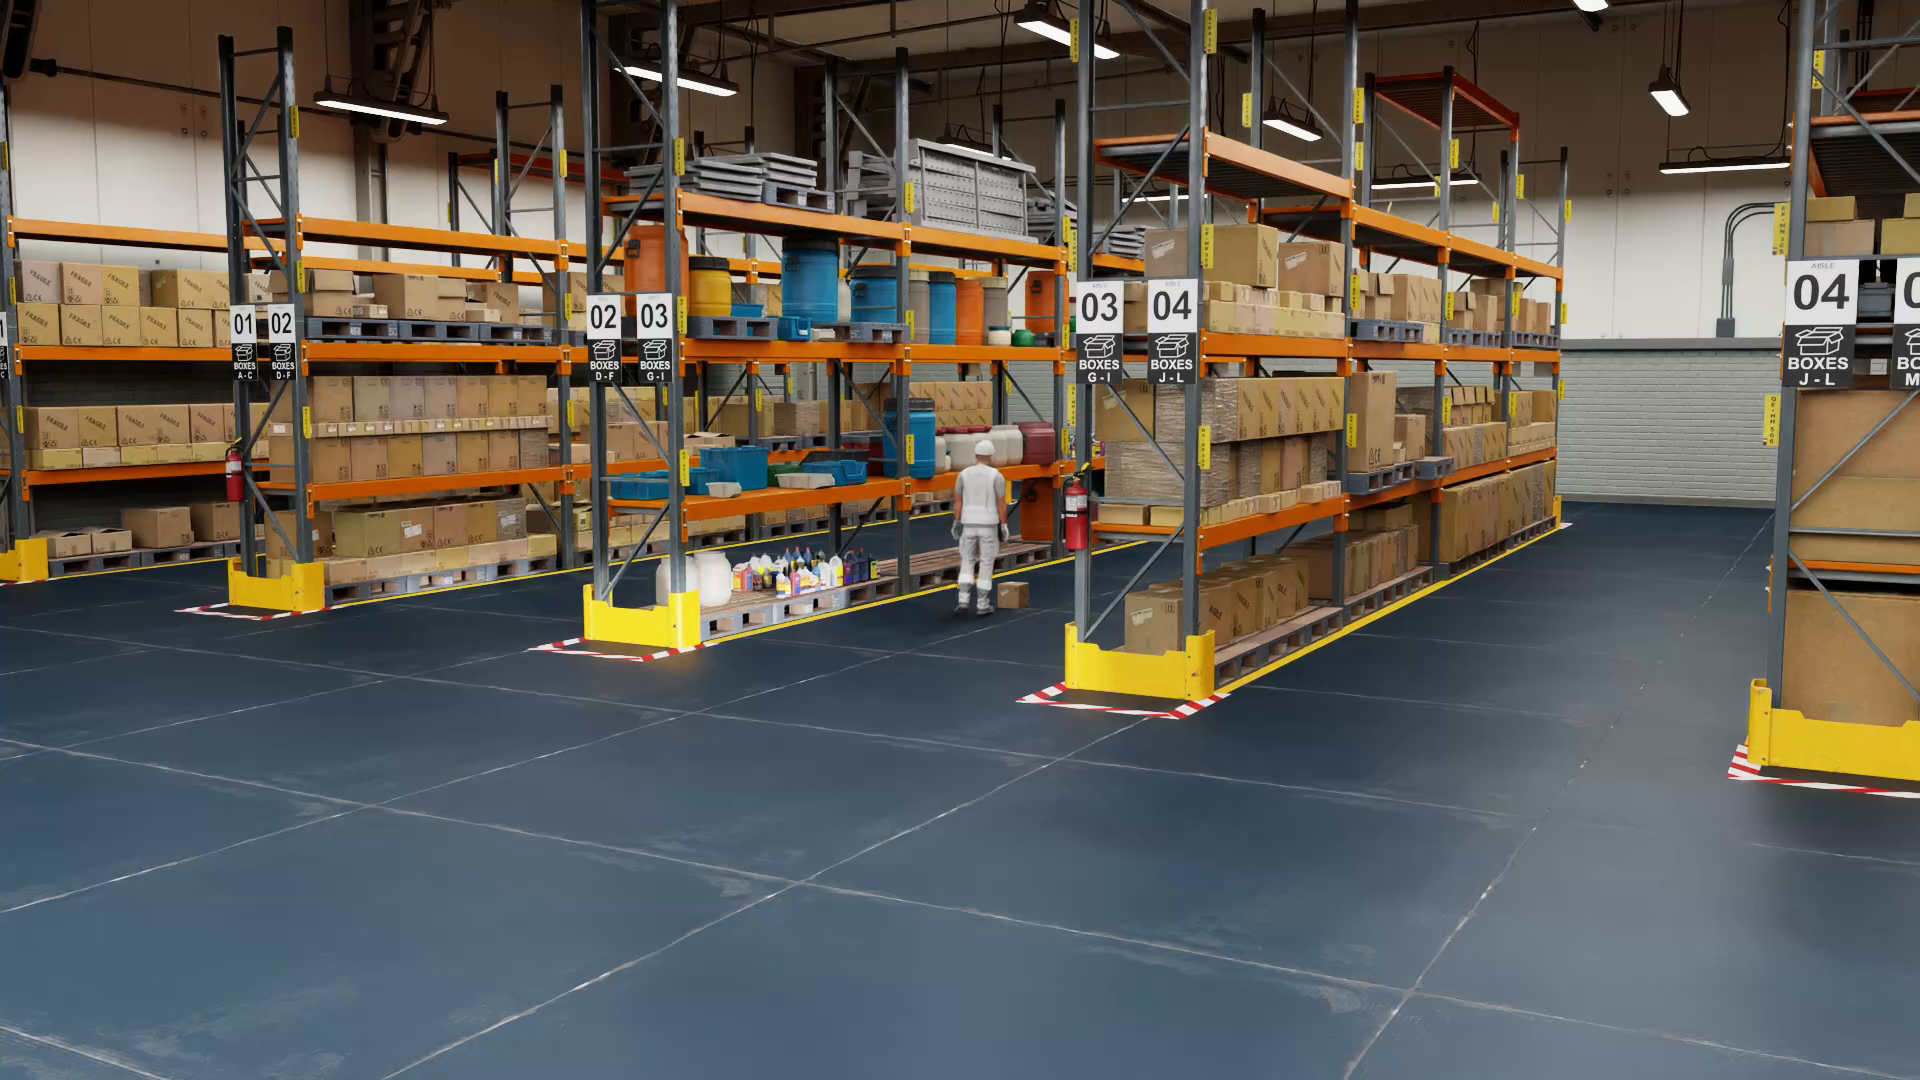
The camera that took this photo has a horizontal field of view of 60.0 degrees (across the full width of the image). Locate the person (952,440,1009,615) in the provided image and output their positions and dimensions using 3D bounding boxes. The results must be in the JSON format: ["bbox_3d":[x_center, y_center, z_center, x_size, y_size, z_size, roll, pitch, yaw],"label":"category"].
[{"bbox_3d":[0.206,-0.120,17.108,0.609,1.822,0.373,2,6,18],"label":"person"}]
